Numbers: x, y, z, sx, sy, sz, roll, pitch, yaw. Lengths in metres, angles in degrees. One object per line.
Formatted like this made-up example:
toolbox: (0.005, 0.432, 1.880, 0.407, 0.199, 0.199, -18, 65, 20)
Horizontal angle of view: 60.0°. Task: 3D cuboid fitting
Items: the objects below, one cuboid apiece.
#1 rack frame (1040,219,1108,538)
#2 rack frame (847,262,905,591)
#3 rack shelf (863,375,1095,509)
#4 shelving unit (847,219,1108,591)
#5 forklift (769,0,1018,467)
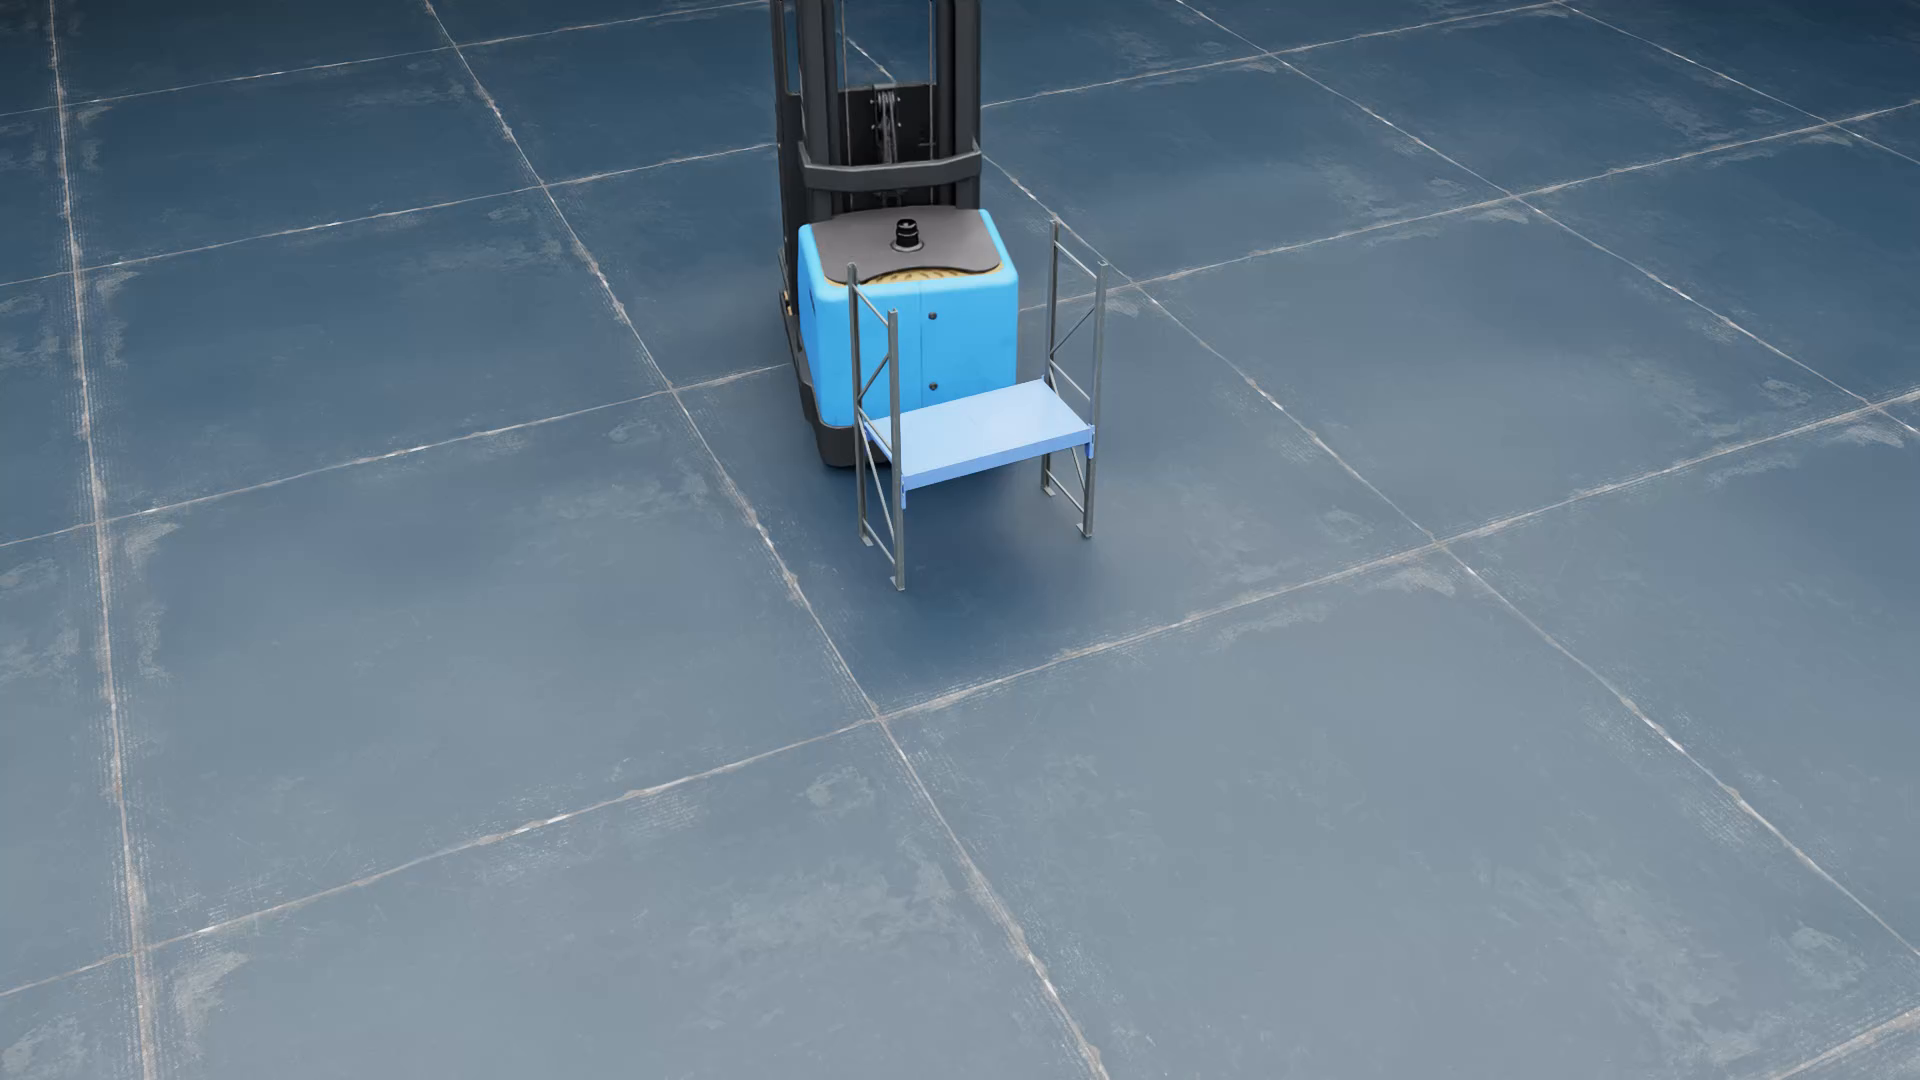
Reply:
rack frame: (0.537, -0.753, 8.006, 0.032, 1.500, 0.500, -16, 39, -20)
rack frame: (-0.383, -0.495, 7.659, 0.032, 1.500, 0.500, -16, 39, -20)
rack shelf: (0.077, -0.480, 7.939, 1.000, 0.185, 0.538, -16, 39, -20)
shelving unit: (0.077, -0.624, 7.832, 1.048, 1.500, 0.538, -16, 39, -20)
forklift: (-0.479, -2.435, 9.072, 1.130, 2.935, 3.031, -7, 37, -9)
